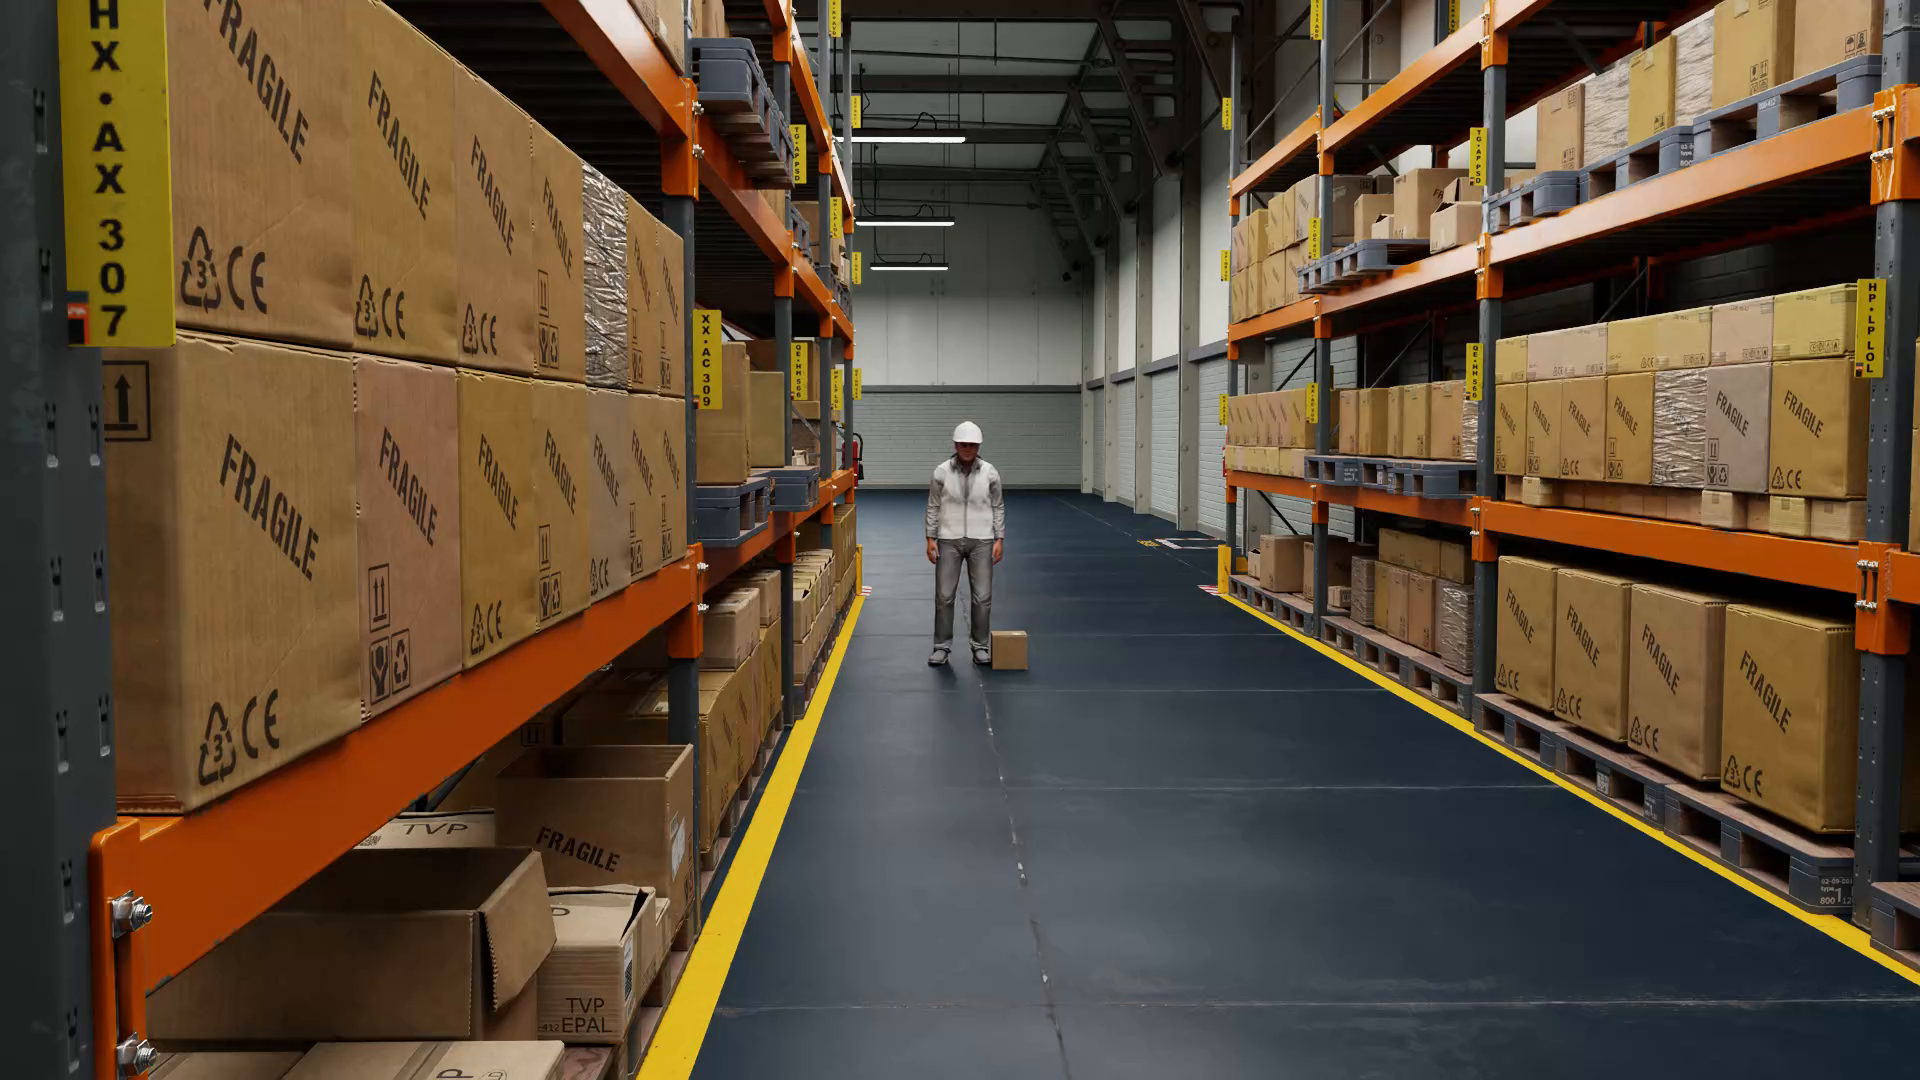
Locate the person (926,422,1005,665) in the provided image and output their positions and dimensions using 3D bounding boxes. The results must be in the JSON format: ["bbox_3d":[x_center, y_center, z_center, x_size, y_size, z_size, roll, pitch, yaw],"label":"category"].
[{"bbox_3d":[0.037,0.021,12.204,0.580,1.769,0.460,0,4,-1],"label":"person"}]
